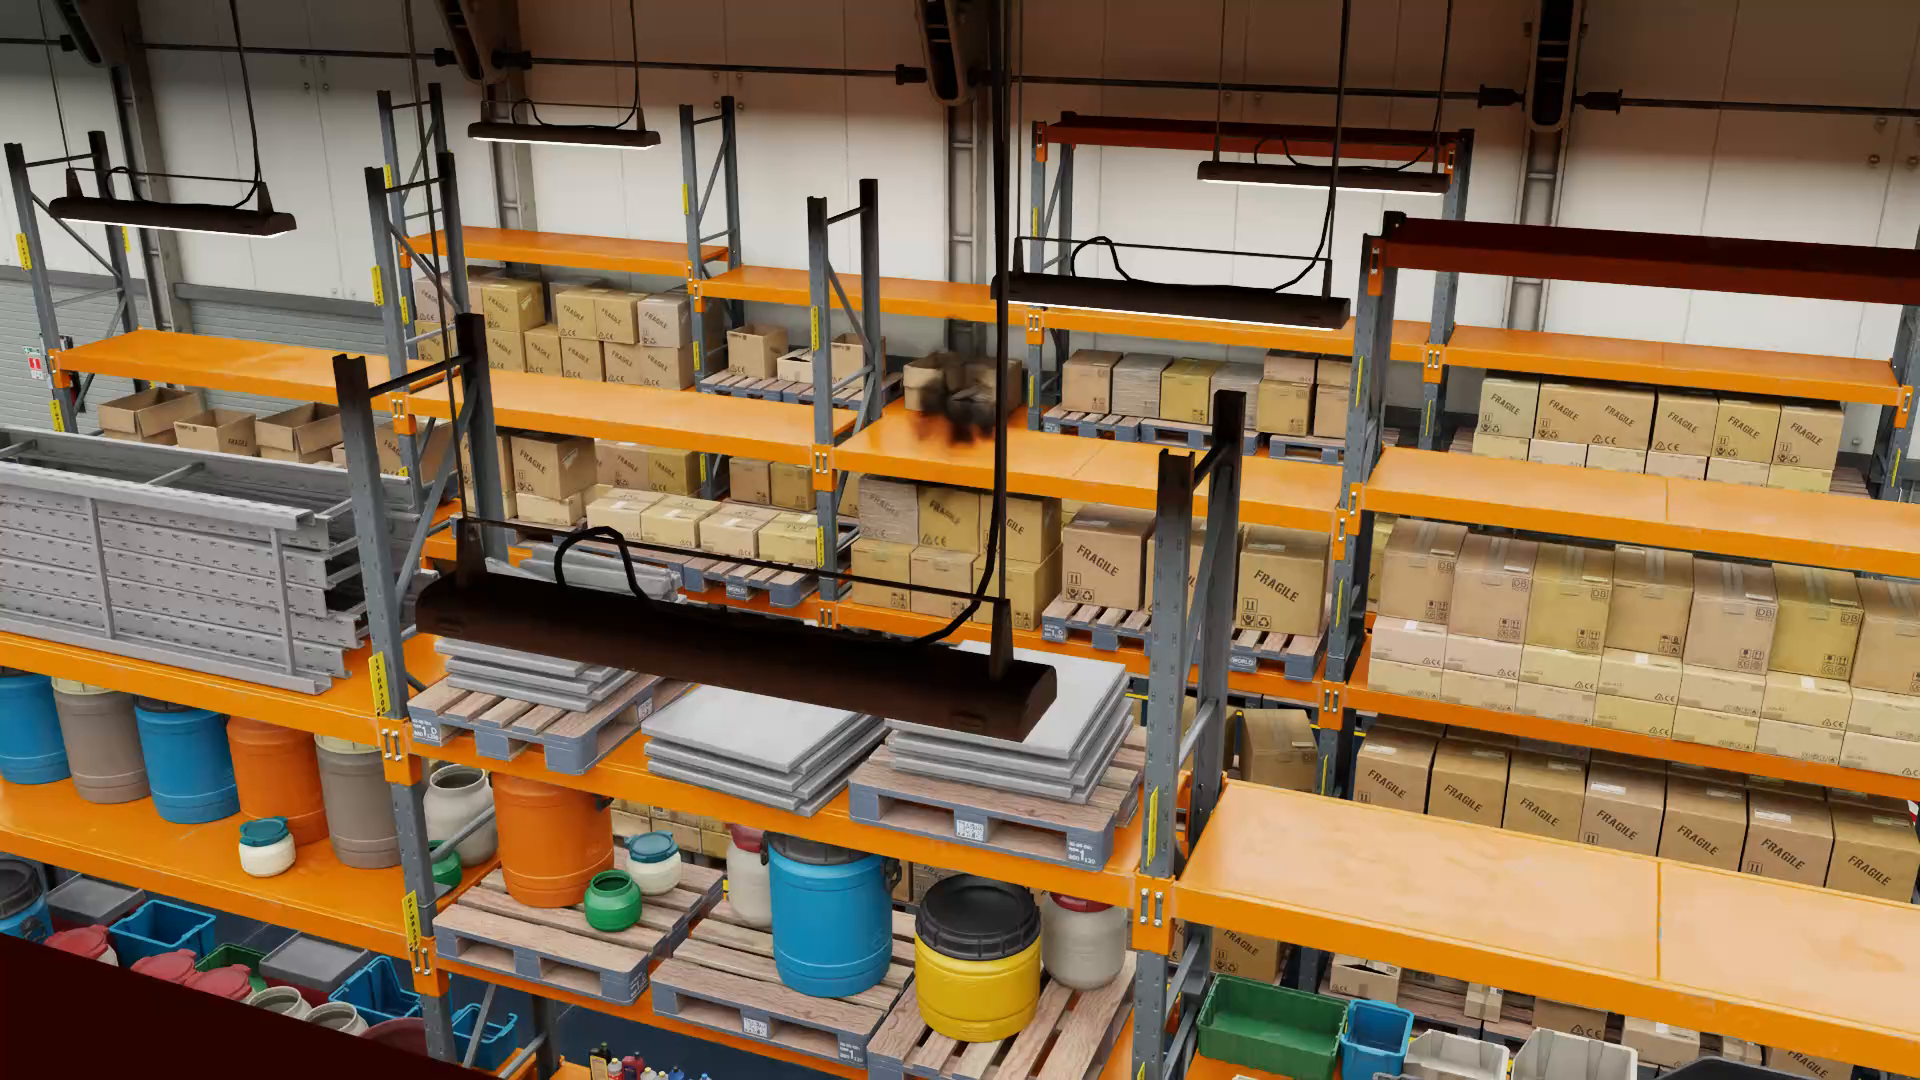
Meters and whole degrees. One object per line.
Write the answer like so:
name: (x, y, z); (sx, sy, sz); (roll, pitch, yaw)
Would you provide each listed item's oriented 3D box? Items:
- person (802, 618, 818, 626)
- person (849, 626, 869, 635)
person: (-1.386, 1.230, 16.014); (0.590, 1.666, 0.619); (6, 22, 16)
person: (-0.918, 1.084, 16.451); (0.808, 1.610, 0.538); (3, 21, 9)
